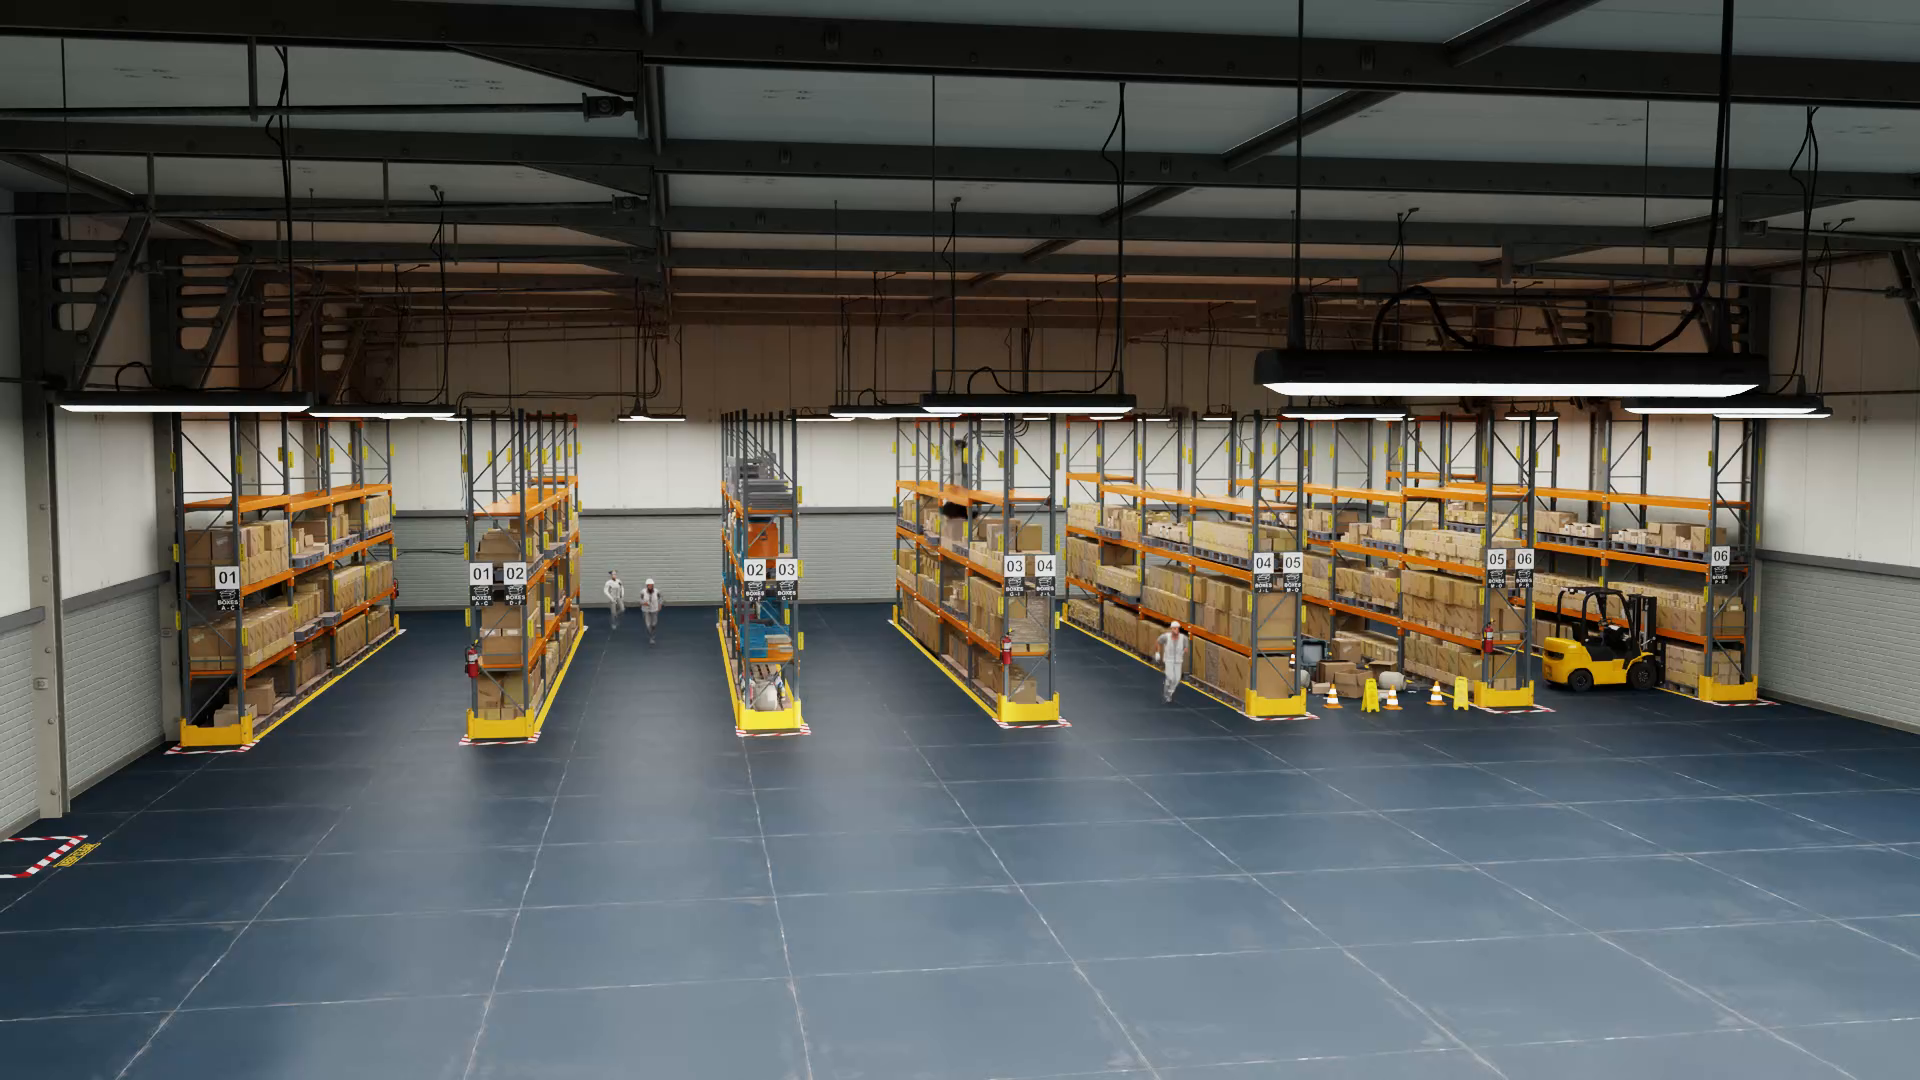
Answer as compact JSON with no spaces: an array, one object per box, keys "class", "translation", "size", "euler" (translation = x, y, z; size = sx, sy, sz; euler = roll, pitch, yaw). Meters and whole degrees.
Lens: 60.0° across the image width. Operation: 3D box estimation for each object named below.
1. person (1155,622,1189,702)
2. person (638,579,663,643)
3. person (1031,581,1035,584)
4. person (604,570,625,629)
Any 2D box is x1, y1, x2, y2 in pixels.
[{"class":"person","translation":[4.332,2.484,33.780],"size":[0.618,1.686,0.768],"euler":[-1,4,-12]},{"class":"person","translation":[-8.078,1.858,43.435],"size":[0.648,1.702,0.665],"euler":[-1,4,-10]},{"class":"person","translation":[2.147,1.575,47.124],"size":[0.705,1.750,0.686],"euler":[0,4,2]},{"class":"person","translation":[-9.616,1.659,46.454],"size":[0.640,1.662,0.528],"euler":[-3,5,-39]}]
